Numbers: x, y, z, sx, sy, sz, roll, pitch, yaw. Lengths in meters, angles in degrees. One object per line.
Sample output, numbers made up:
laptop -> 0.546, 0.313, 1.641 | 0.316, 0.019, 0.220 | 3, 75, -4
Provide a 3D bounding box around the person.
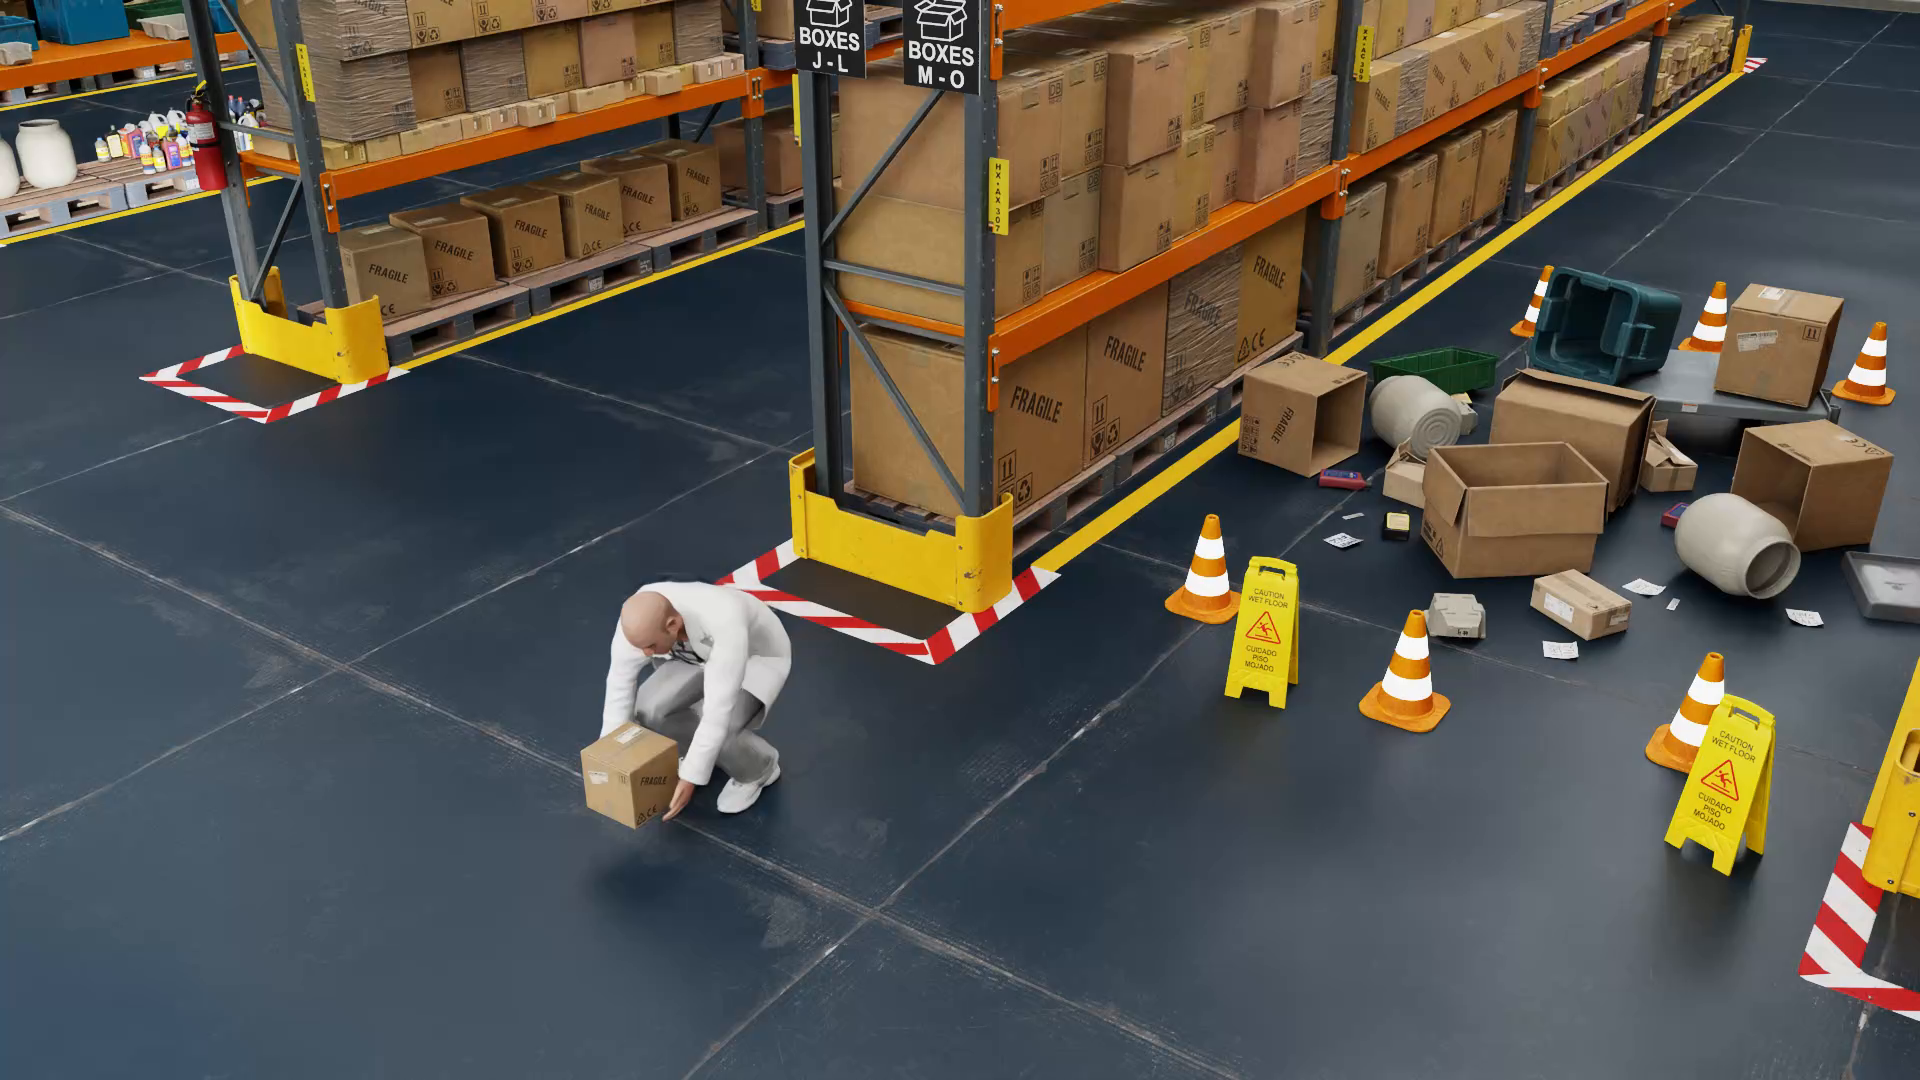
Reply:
person -> -0.992, 0.556, 6.341 | 0.613, 1.046, 0.875 | 17, 31, 30
